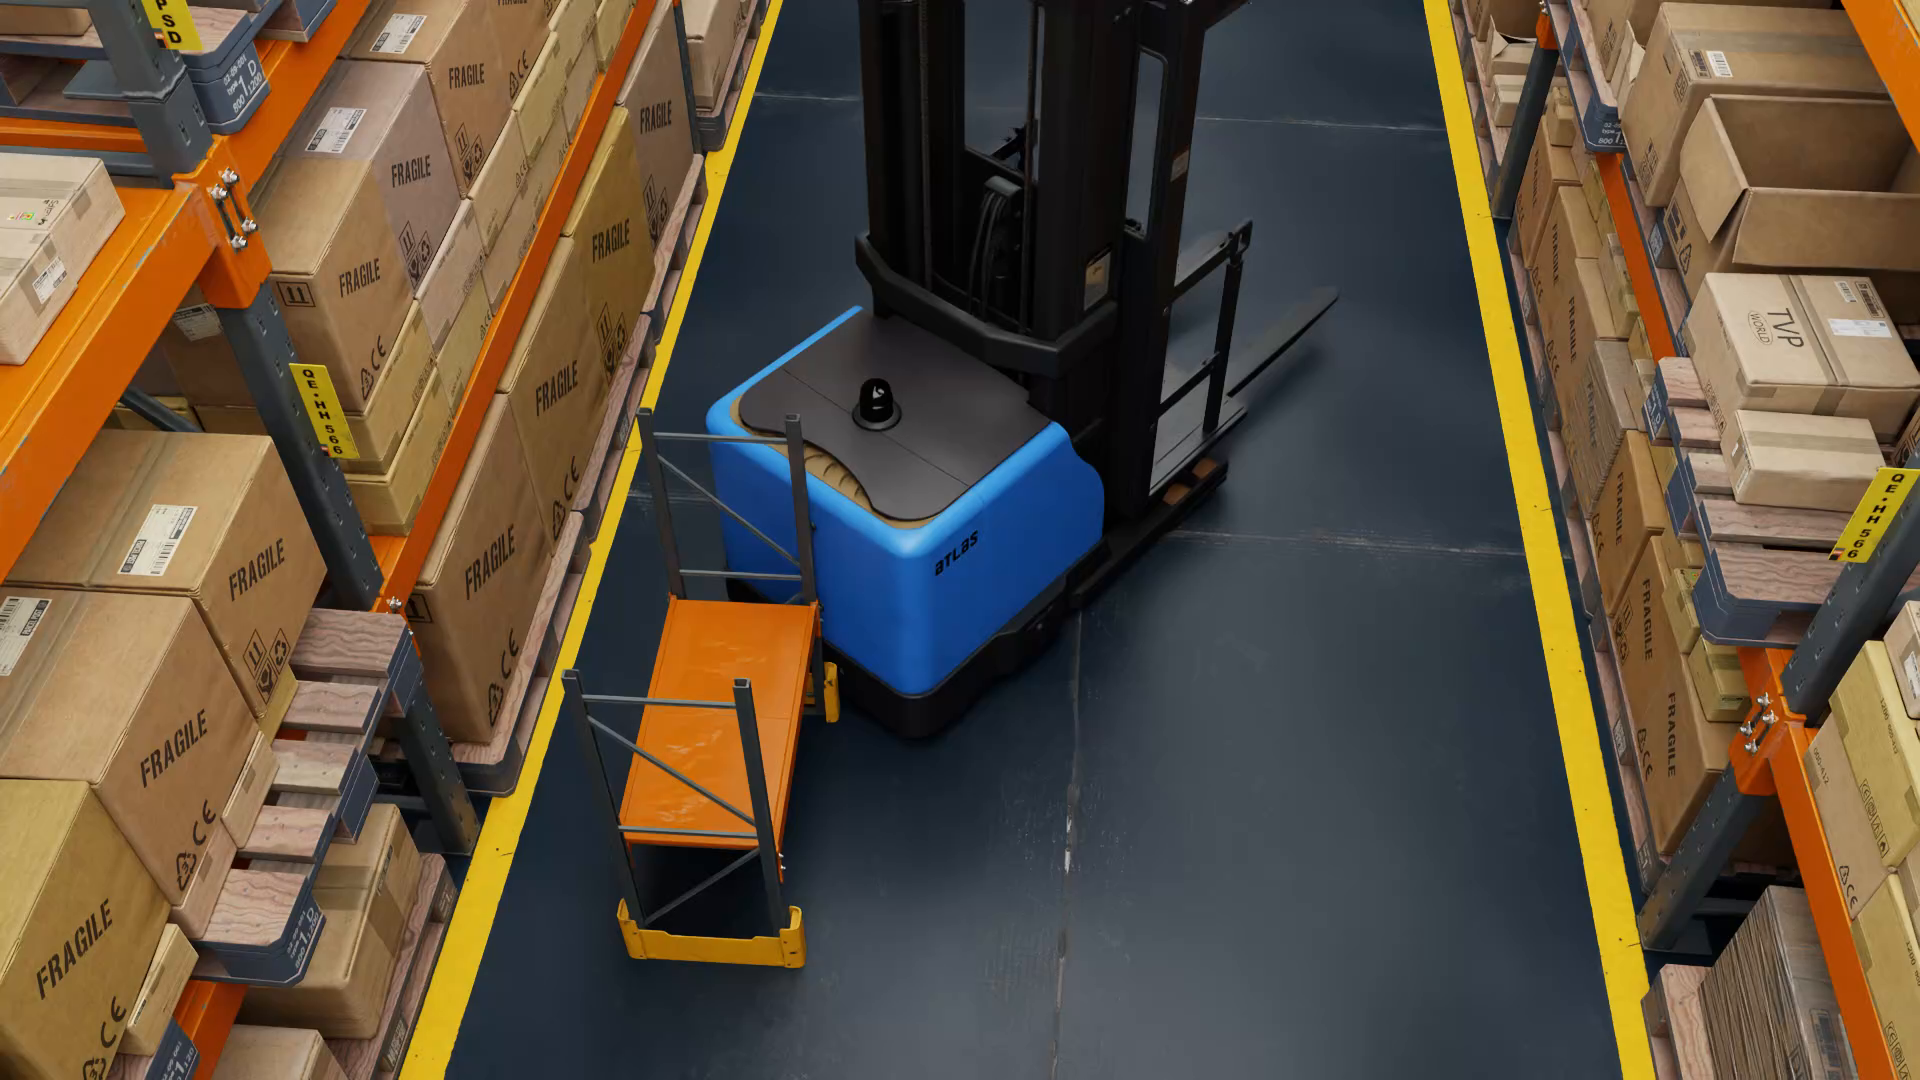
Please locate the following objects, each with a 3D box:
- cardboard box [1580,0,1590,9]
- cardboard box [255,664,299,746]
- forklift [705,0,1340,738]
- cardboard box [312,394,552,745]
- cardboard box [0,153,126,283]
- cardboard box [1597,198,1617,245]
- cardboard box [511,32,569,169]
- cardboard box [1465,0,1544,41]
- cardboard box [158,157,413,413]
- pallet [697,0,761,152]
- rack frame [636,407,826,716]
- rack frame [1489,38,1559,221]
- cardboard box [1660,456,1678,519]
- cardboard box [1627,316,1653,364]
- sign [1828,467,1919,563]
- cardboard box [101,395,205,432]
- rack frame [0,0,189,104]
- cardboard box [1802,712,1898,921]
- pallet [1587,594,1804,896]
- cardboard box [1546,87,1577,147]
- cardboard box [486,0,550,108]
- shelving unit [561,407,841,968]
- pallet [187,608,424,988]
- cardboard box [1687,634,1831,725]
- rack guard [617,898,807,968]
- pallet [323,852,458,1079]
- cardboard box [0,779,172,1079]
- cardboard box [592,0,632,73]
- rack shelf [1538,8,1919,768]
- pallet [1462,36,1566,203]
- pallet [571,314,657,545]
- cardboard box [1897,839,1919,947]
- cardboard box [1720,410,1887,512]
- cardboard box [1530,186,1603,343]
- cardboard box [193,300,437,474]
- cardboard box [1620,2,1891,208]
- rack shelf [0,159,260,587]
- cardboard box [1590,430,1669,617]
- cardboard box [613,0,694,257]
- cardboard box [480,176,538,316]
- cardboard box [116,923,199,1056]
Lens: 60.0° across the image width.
[{"bbox_3d":[2.860,-2.438,6.594,0.700,0.500,0.500,5,48,5],"label":"cardboard box"},{"bbox_3d":[-1.929,0.407,4.230,0.380,0.149,0.250,5,48,4],"label":"cardboard box"},{"bbox_3d":[0.458,-1.287,5.940,1.130,2.935,3.031,33,56,27],"label":"forklift"},{"bbox_3d":[-2.035,0.079,5.800,0.875,0.875,0.875,3,48,3],"label":"cardboard box"},{"bbox_3d":[-2.001,-0.676,3.473,0.380,0.149,0.250,4,48,4],"label":"cardboard box"},{"bbox_3d":[2.858,-1.273,6.852,0.380,0.149,0.250,3,48,3],"label":"cardboard box"},{"bbox_3d":[-1.724,-1.585,5.930,0.500,0.250,0.500,5,48,4],"label":"cardboard box"},{"bbox_3d":[3.130,-3.009,8.878,0.700,0.500,0.500,2,48,2],"label":"cardboard box"},{"bbox_3d":[-1.892,-0.711,4.623,0.500,0.500,0.500,2,48,2],"label":"cardboard box"},{"bbox_3d":[-1.669,-2.546,8.936,1.003,0.211,1.213,4,48,4],"label":"pallet"},{"bbox_3d":[-0.738,0.122,5.622,0.500,1.500,0.032,3,48,2],"label":"rack frame"},{"bbox_3d":[3.127,-2.603,7.098,1.000,3.000,0.127,4,48,4],"label":"rack frame"},{"bbox_3d":[2.686,-0.144,5.819,0.380,0.149,0.250,5,48,5],"label":"cardboard box"},{"bbox_3d":[2.777,-0.710,6.336,0.380,0.149,0.250,4,48,4],"label":"cardboard box"},{"bbox_3d":[2.221,-0.057,4.038,0.100,0.325,0.005,4,48,4],"label":"sign"},{"bbox_3d":[-2.390,-0.485,4.924,0.500,0.250,0.500,4,48,3],"label":"cardboard box"},{"bbox_3d":[-2.181,-2.019,2.498,1.000,3.000,0.127,4,48,4],"label":"rack frame"},{"bbox_3d":[2.479,0.697,4.181,0.500,0.250,0.500,4,48,4],"label":"cardboard box"},{"bbox_3d":[2.868,0.732,5.938,1.003,0.211,1.213,4,48,4],"label":"pallet"},{"bbox_3d":[2.829,-1.874,7.401,0.380,0.149,0.250,6,48,5],"label":"cardboard box"},{"bbox_3d":[-1.745,-1.826,5.642,0.500,0.500,0.500,5,48,4],"label":"cardboard box"},{"bbox_3d":[-0.770,0.490,5.286,0.587,1.500,1.083,3,48,2],"label":"shelving unit"},{"bbox_3d":[-2.140,0.601,4.297,1.213,0.211,1.003,4,48,4],"label":"pallet"},{"bbox_3d":[2.555,0.440,5.285,0.380,0.149,0.250,2,48,2],"label":"cardboard box"},{"bbox_3d":[-0.802,1.278,5.412,0.587,0.250,0.087,3,48,2],"label":"rack guard"},{"bbox_3d":[-2.254,1.521,5.216,1.003,0.211,1.213,4,48,4],"label":"pallet"},{"bbox_3d":[-2.027,0.834,3.400,0.500,0.500,0.500,1,48,1],"label":"cardboard box"},{"bbox_3d":[-1.654,-2.162,6.797,0.500,0.250,0.500,3,48,3],"label":"cardboard box"},{"bbox_3d":[2.945,-0.890,6.019,1.077,0.370,4.000,4,48,4],"label":"rack shelf"},{"bbox_3d":[3.191,-2.166,8.588,1.003,0.211,1.213,4,48,4],"label":"pallet"},{"bbox_3d":[-1.920,-0.522,7.084,1.003,0.211,1.213,4,48,4],"label":"pallet"},{"bbox_3d":[2.432,0.896,3.660,0.500,0.250,0.500,5,48,5],"label":"cardboard box"},{"bbox_3d":[2.440,-0.229,4.812,0.380,0.149,0.250,5,48,4],"label":"cardboard box"},{"bbox_3d":[2.820,-1.168,7.195,0.500,0.500,0.500,3,48,3],"label":"cardboard box"},{"bbox_3d":[-1.889,-0.468,4.908,0.500,0.250,0.500,4,48,3],"label":"cardboard box"},{"bbox_3d":[2.741,-1.480,5.719,0.700,0.500,0.500,4,48,3],"label":"cardboard box"},{"bbox_3d":[-2.363,0.706,2.526,1.077,0.370,4.000,4,48,4],"label":"rack shelf"},{"bbox_3d":[2.688,-0.038,6.162,0.500,0.500,0.500,6,48,5],"label":"cardboard box"},{"bbox_3d":[-1.793,-1.897,7.608,0.875,0.875,0.875,5,48,5],"label":"cardboard box"},{"bbox_3d":[-1.803,-1.050,5.779,0.500,0.250,0.500,5,48,5],"label":"cardboard box"},{"bbox_3d":[-1.949,0.983,3.704,0.380,0.149,0.250,5,48,4],"label":"cardboard box"}]
